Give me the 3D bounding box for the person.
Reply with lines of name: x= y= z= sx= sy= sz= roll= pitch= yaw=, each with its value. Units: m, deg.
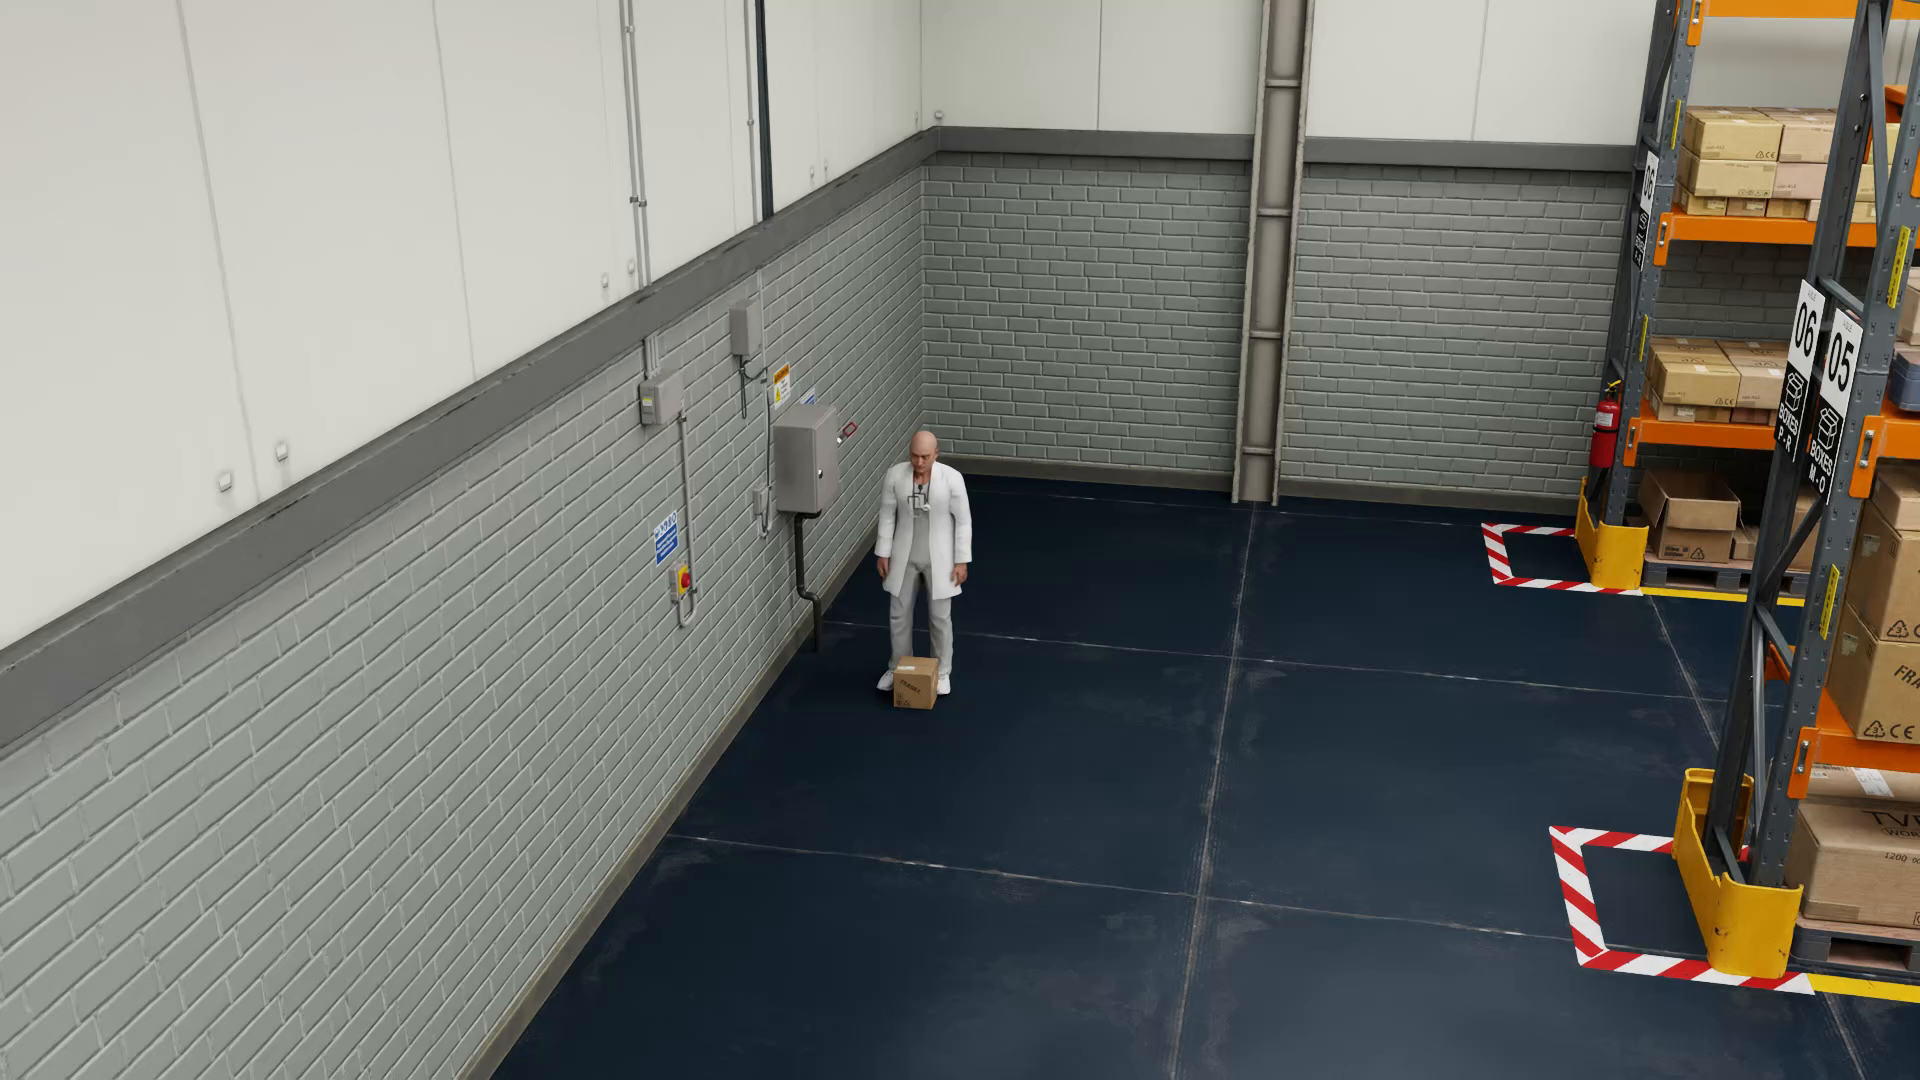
person: x=-0.239 y=0.129 z=10.773 sx=0.643 sy=1.774 sz=0.420 roll=4 pitch=22 yaw=11
